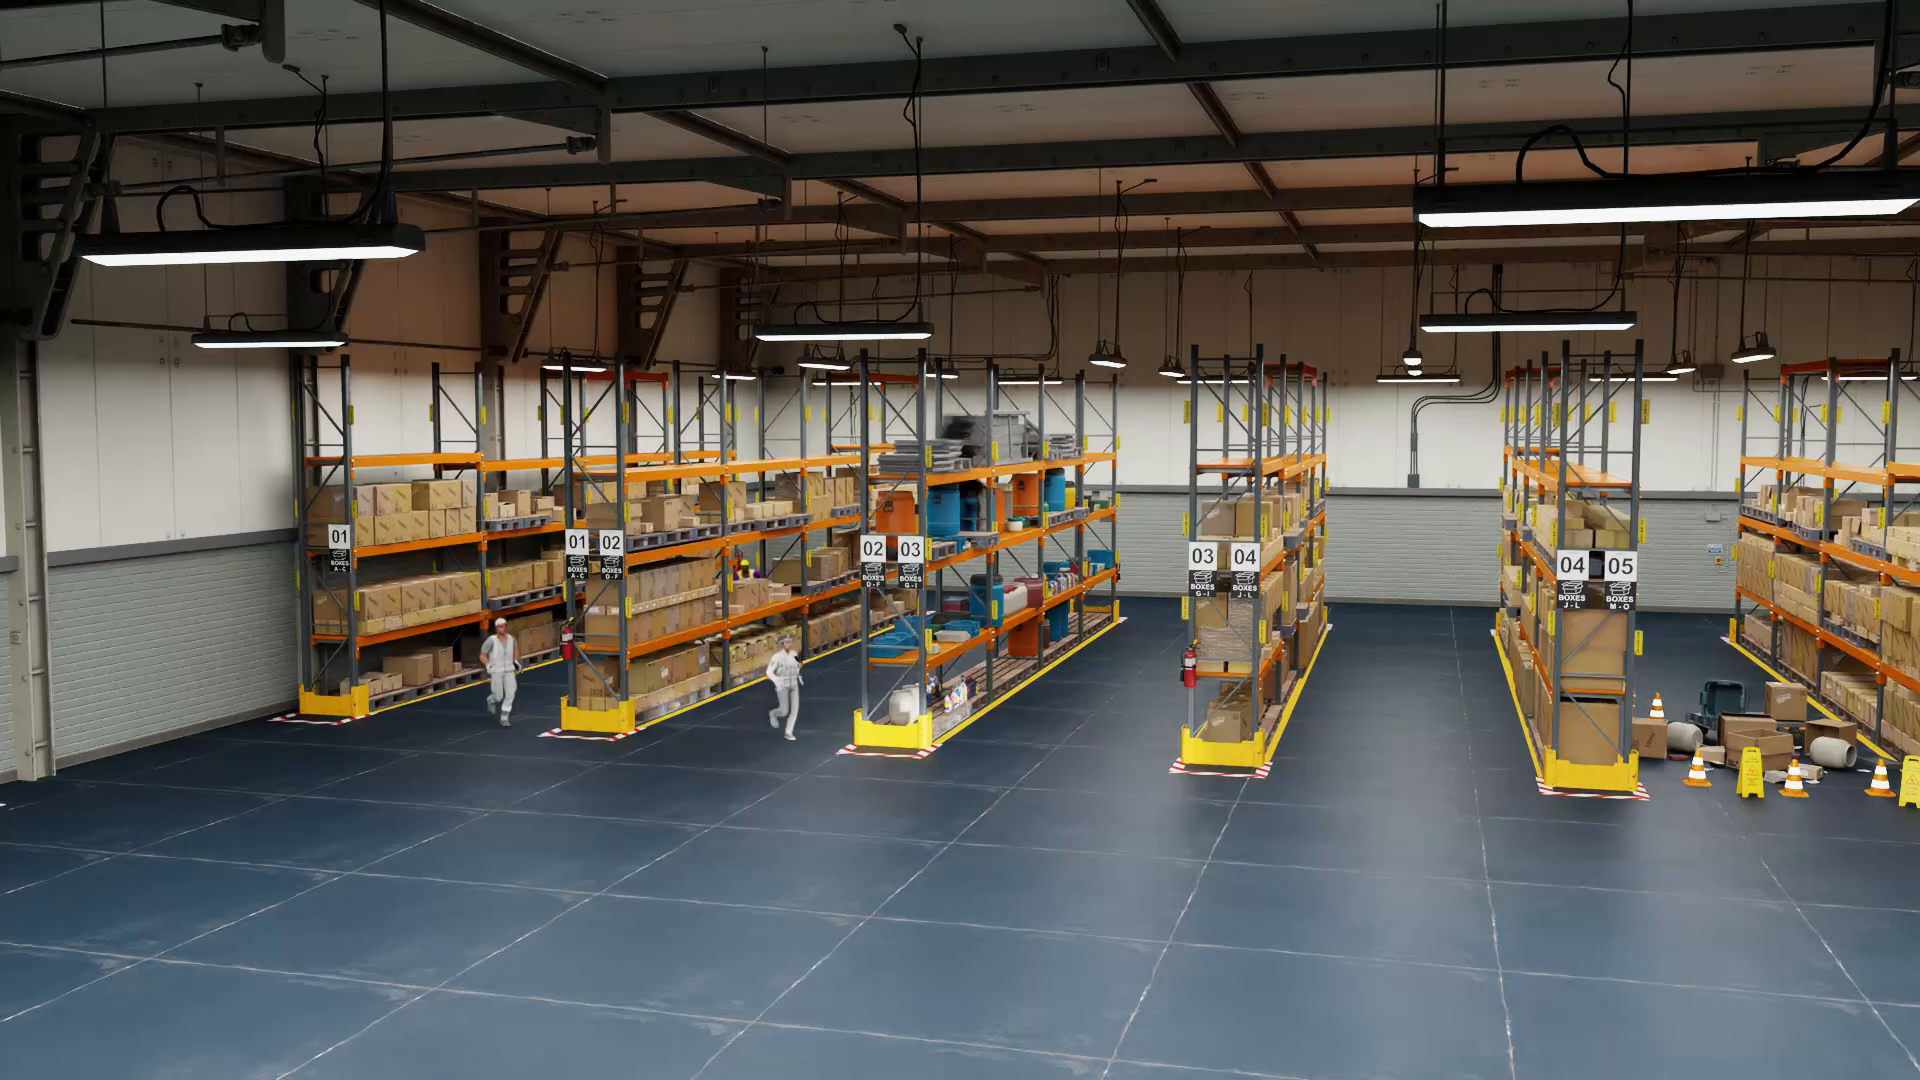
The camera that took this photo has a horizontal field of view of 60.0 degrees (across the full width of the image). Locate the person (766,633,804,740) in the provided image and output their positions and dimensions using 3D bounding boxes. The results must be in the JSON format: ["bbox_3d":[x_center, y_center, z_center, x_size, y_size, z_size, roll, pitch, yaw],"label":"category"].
[{"bbox_3d":[-2.712,2.255,25.778,0.628,1.651,0.659,-3,5,-34],"label":"person"}]

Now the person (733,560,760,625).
[{"bbox_3d":[-4.908,1.270,38.612,0.729,1.654,0.897,0,4,5],"label":"person"}]

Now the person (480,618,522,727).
[{"bbox_3d":[-7.437,2.124,26.909,0.665,1.740,0.750,-3,5,-34],"label":"person"}]
